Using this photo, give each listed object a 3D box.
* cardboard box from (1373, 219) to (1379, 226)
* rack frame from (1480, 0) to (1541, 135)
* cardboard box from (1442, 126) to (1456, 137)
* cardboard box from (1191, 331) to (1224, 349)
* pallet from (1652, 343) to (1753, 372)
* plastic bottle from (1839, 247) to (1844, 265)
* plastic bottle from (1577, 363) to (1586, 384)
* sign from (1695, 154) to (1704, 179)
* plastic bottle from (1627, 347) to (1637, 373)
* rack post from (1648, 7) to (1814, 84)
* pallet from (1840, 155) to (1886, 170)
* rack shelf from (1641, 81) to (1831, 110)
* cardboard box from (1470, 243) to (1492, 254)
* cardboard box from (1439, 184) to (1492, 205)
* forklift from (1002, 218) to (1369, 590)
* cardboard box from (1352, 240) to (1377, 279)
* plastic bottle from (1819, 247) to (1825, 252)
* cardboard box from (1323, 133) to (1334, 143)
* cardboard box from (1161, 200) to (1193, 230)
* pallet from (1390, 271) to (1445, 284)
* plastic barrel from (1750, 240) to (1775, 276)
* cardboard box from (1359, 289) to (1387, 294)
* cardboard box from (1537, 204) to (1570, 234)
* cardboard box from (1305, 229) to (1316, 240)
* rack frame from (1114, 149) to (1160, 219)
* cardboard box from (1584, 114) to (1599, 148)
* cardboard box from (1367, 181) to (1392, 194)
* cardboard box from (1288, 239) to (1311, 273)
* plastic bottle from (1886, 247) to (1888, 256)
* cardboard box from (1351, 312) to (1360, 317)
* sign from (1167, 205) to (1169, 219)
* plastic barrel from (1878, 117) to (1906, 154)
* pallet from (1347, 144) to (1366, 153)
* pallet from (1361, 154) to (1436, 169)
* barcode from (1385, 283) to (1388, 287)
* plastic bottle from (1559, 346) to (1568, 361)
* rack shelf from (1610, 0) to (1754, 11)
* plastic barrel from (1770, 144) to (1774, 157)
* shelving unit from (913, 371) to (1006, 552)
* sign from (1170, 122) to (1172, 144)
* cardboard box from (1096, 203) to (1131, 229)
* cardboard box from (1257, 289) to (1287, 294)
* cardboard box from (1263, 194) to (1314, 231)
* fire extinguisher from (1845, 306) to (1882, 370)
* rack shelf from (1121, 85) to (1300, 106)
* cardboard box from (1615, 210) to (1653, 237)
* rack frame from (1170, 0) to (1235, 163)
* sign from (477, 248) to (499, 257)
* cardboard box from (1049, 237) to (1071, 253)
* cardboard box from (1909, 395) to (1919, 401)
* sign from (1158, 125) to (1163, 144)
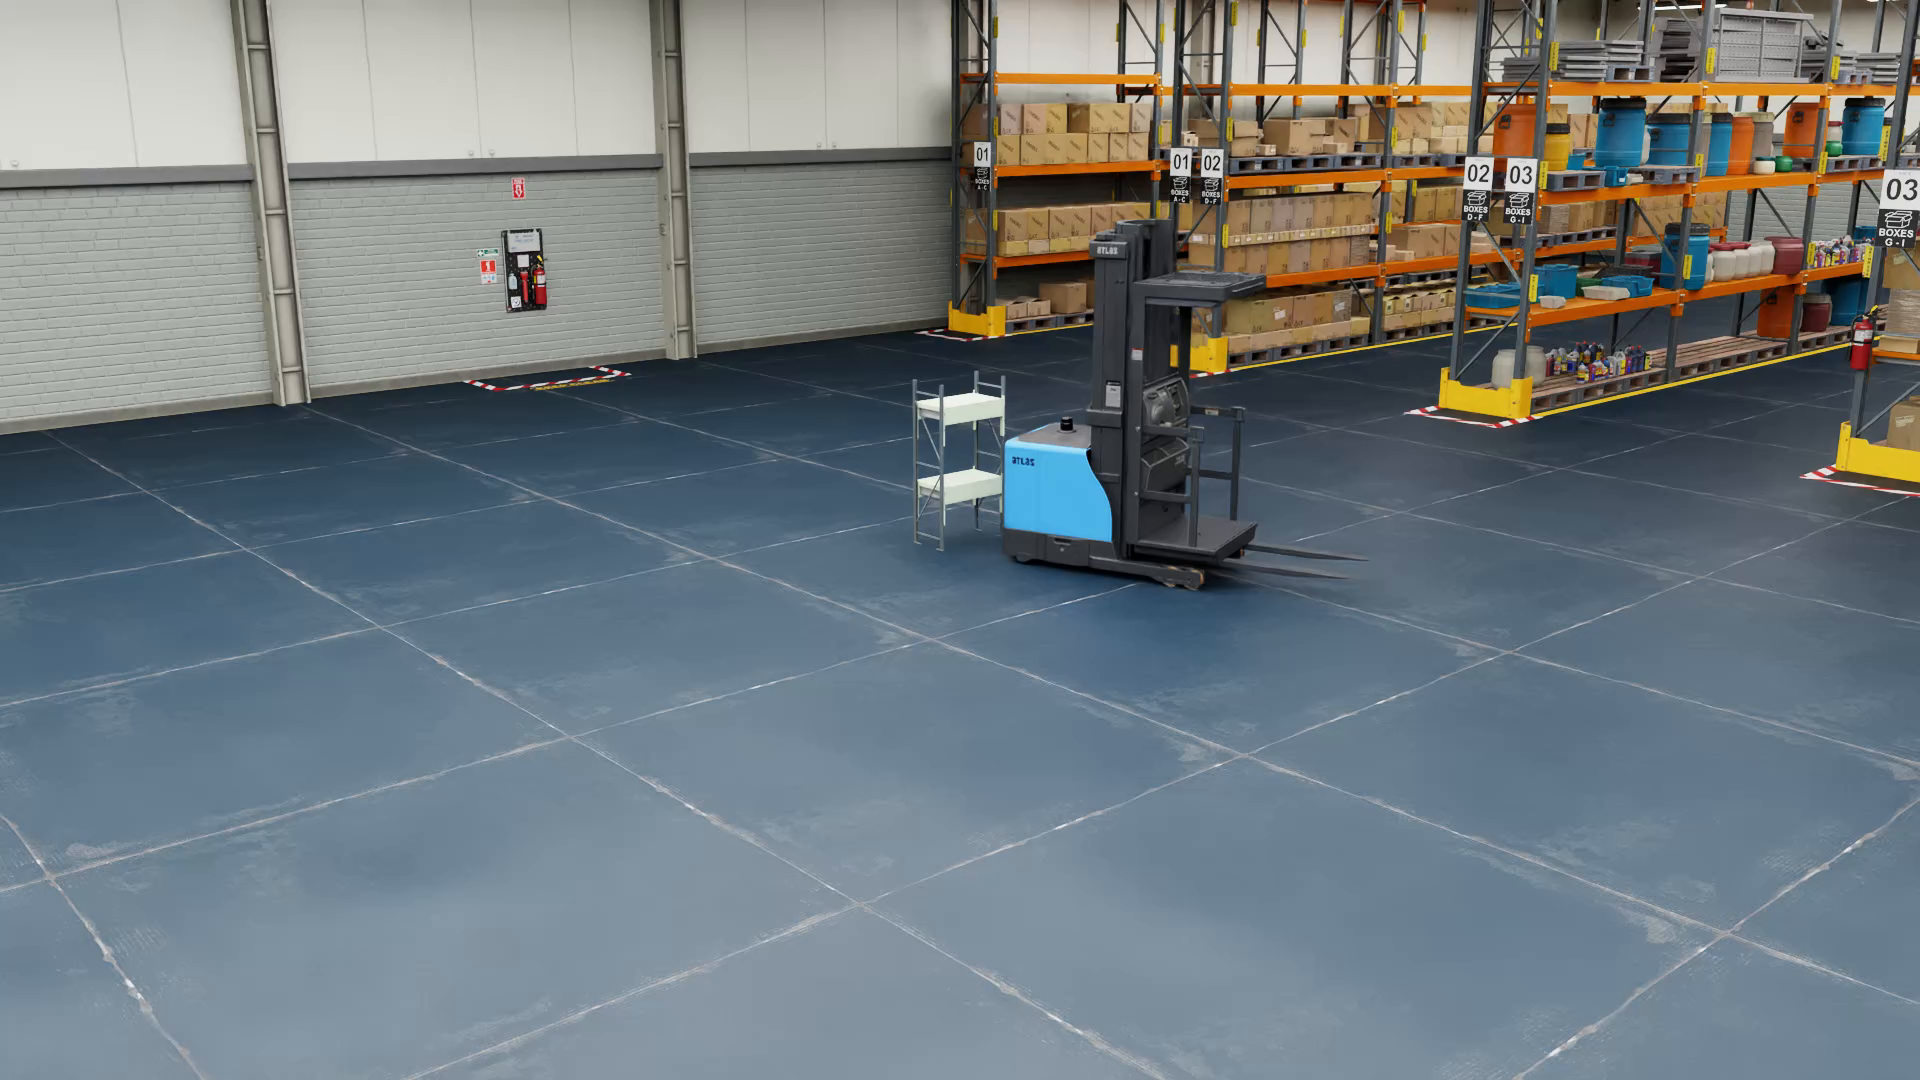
[{"bbox_3d":[8.652,-6.688,34.923,0.250,0.149,0.380,-13,19,-39],"label":"cardboard box"},{"bbox_3d":[9.518,-8.308,28.914,0.127,3.000,1.000,-13,19,-39],"label":"rack frame"},{"bbox_3d":[10.369,-8.828,35.957,0.500,0.250,0.500,-13,20,-41],"label":"cardboard box"},{"bbox_3d":[3.694,-3.077,25.471,0.500,0.250,0.500,-13,19,-39],"label":"cardboard box"},{"bbox_3d":[11.237,-2.768,25.203,1.213,0.211,1.003,-13,19,-39],"label":"pallet"},{"bbox_3d":[14.207,-4.585,26.830,0.133,0.283,0.061,-13,19,-39],"label":"plastic bottle"},{"bbox_3d":[8.304,-2.230,22.221,0.097,0.271,0.097,0,15,0],"label":"plastic bottle"},{"bbox_3d":[10.102,-5.111,22.743,0.005,0.325,0.100,-13,19,-39],"label":"sign"},{"bbox_3d":[9.308,-2.502,23.084,0.185,0.351,0.144,-14,20,-42],"label":"plastic bottle"},{"bbox_3d":[11.179,-7.112,24.051,3.121,1.000,1.013,-13,19,-39],"label":"rack post"},{"bbox_3d":[14.404,-6.135,26.960,1.213,0.211,1.003,-13,19,-39],"label":"pallet"},{"bbox_3d":[11.258,-6.463,24.178,4.000,0.370,1.077,-13,19,-39],"label":"rack shelf"},{"bbox_3d":[9.021,-5.082,28.949,0.250,0.149,0.380,-13,19,-39],"label":"cardboard box"},{"bbox_3d":[11.379,-7.659,37.531,0.700,0.700,0.980,-13,20,-40],"label":"cardboard box"},{"bbox_3d":[1.915,-1.160,13.915,3.031,2.935,1.130,8,17,27],"label":"forklift"},{"bbox_3d":[8.208,-5.928,34.984,0.750,0.750,0.750,-12,19,-38],"label":"cardboard box"},{"bbox_3d":[14.408,-4.805,27.809,0.097,0.201,0.097,0,15,0],"label":"plastic bottle"},{"bbox_3d":[5.541,-6.283,26.234,0.500,0.311,0.500,-14,20,-42],"label":"cardboard box"},{"bbox_3d":[4.079,-6.129,31.337,0.500,0.500,0.700,-10,18,-34],"label":"cardboard box"},{"bbox_3d":[9.906,-5.817,36.619,1.213,0.211,1.003,-13,19,-39],"label":"pallet"},{"bbox_3d":[12.131,-4.283,25.254,0.421,0.512,0.421,0,15,0],"label":"plastic barrel"},{"bbox_3d":[7.007,-4.091,28.180,0.500,0.311,0.500,-12,19,-38],"label":"cardboard box"},{"bbox_3d":[10.735,-5.907,30.544,0.500,0.500,0.700,-9,17,-29],"label":"cardboard box"},{"bbox_3d":[5.279,-4.745,25.752,0.250,0.149,0.380,-12,19,-38],"label":"cardboard box"},{"bbox_3d":[3.246,-5.695,30.760,0.127,3.000,1.000,-13,19,-39],"label":"rack frame"},{"bbox_3d":[11.618,-7.647,31.052,0.600,0.600,0.600,-13,20,-40],"label":"cardboard box"},{"bbox_3d":[8.705,-7.401,34.883,0.500,0.250,0.500,-12,19,-38],"label":"cardboard box"},{"bbox_3d":[5.010,-4.442,25.873,0.500,0.500,0.700,-12,19,-38],"label":"cardboard box"},{"bbox_3d":[15.555,-4.888,27.962,0.133,0.283,0.061,-13,19,-39],"label":"plastic bottle"},{"bbox_3d":[6.623,-3.733,27.927,0.500,0.250,0.500,-13,20,-40],"label":"cardboard box"},{"bbox_3d":[3.138,-4.836,24.839,0.005,0.325,0.100,-13,19,-39],"label":"sign"},{"bbox_3d":[15.229,-6.671,27.421,0.600,0.588,0.600,0,15,0],"label":"plastic barrel"},{"bbox_3d":[7.556,-8.040,34.092,1.213,0.211,1.003,-12,19,-37],"label":"pallet"},{"bbox_3d":[7.158,-6.240,27.358,1.217,0.209,0.805,-14,20,-42],"label":"pallet"},{"bbox_3d":[6.967,-4.163,27.152,0.075,0.075,0.001,-13,19,-39],"label":"barcode"},{"bbox_3d":[8.405,-2.540,23.226,0.185,0.351,0.144,-13,20,-40],"label":"plastic bottle"},{"bbox_3d":[14.045,-10.582,32.384,4.000,0.370,1.077,-13,19,-39],"label":"rack shelf"},{"bbox_3d":[12.332,-5.955,25.701,0.421,0.512,0.421,0,15,0],"label":"plastic barrel"},{"bbox_3d":[-0.005,-0.723,15.052,0.755,1.500,0.431,-13,19,-39],"label":"shelving unit"},{"bbox_3d":[3.138,-6.001,24.528,0.005,0.325,0.100,-13,19,-39],"label":"sign"},{"bbox_3d":[2.720,-5.769,29.834,0.500,0.500,0.500,-13,20,-40],"label":"cardboard box"},{"bbox_3d":[4.815,-3.696,26.337,0.500,0.500,0.500,-13,19,-39],"label":"cardboard box"},{"bbox_3d":[5.035,-5.075,25.731,0.500,0.500,0.700,-13,19,-39],"label":"cardboard box"},{"bbox_3d":[9.595,-2.158,17.666,0.183,0.674,0.296,-13,19,-39],"label":"fire extinguisher"},{"bbox_3d":[4.755,-8.392,31.399,4.000,0.370,1.077,-13,19,-39],"label":"rack shelf"},{"bbox_3d":[13.099,-6.169,32.337,0.500,0.500,0.500,-12,19,-38],"label":"cardboard box"},{"bbox_3d":[3.483,-6.952,23.841,0.127,3.000,1.000,-13,19,-39],"label":"rack frame"},{"bbox_3d":[-6.702,-4.076,23.601,0.331,0.109,0.001,-13,19,-39],"label":"sign"},{"bbox_3d":[1.576,-5.152,28.976,0.500,0.250,0.500,-13,20,-40],"label":"cardboard box"},{"bbox_3d":[10.894,-1.331,18.449,0.500,0.500,0.500,-7,17,-25],"label":"cardboard box"},{"bbox_3d":[3.608,-7.290,29.915,0.005,0.325,0.100,-13,19,-39],"label":"sign"}]
